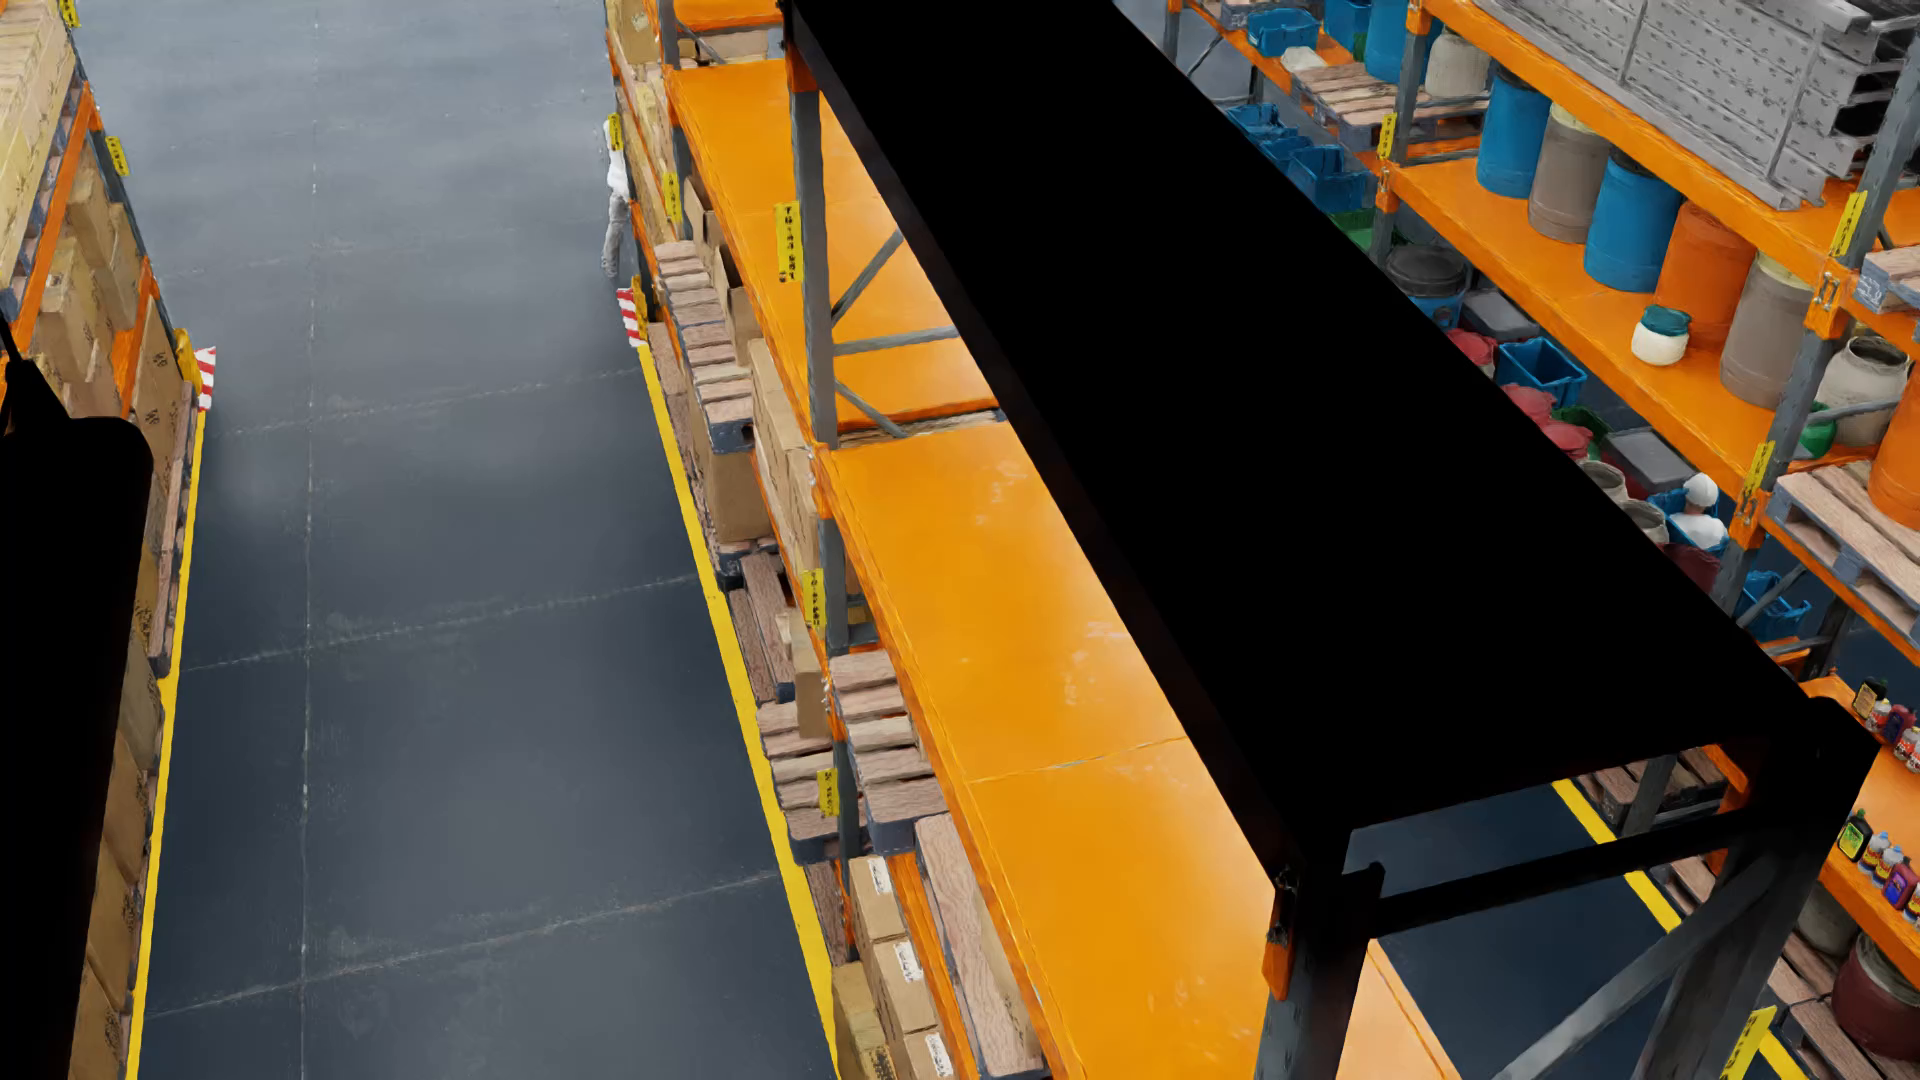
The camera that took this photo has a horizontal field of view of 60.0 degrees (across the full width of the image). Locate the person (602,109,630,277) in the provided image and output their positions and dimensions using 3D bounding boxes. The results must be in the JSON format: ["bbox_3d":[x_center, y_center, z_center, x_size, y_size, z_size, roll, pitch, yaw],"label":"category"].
[{"bbox_3d":[-3.094,-3.315,15.590,0.570,1.781,0.715,32,48,34],"label":"person"}]

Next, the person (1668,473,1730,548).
[{"bbox_3d":[4.653,0.351,10.890,0.598,1.755,0.994,3,38,4],"label":"person"}]
